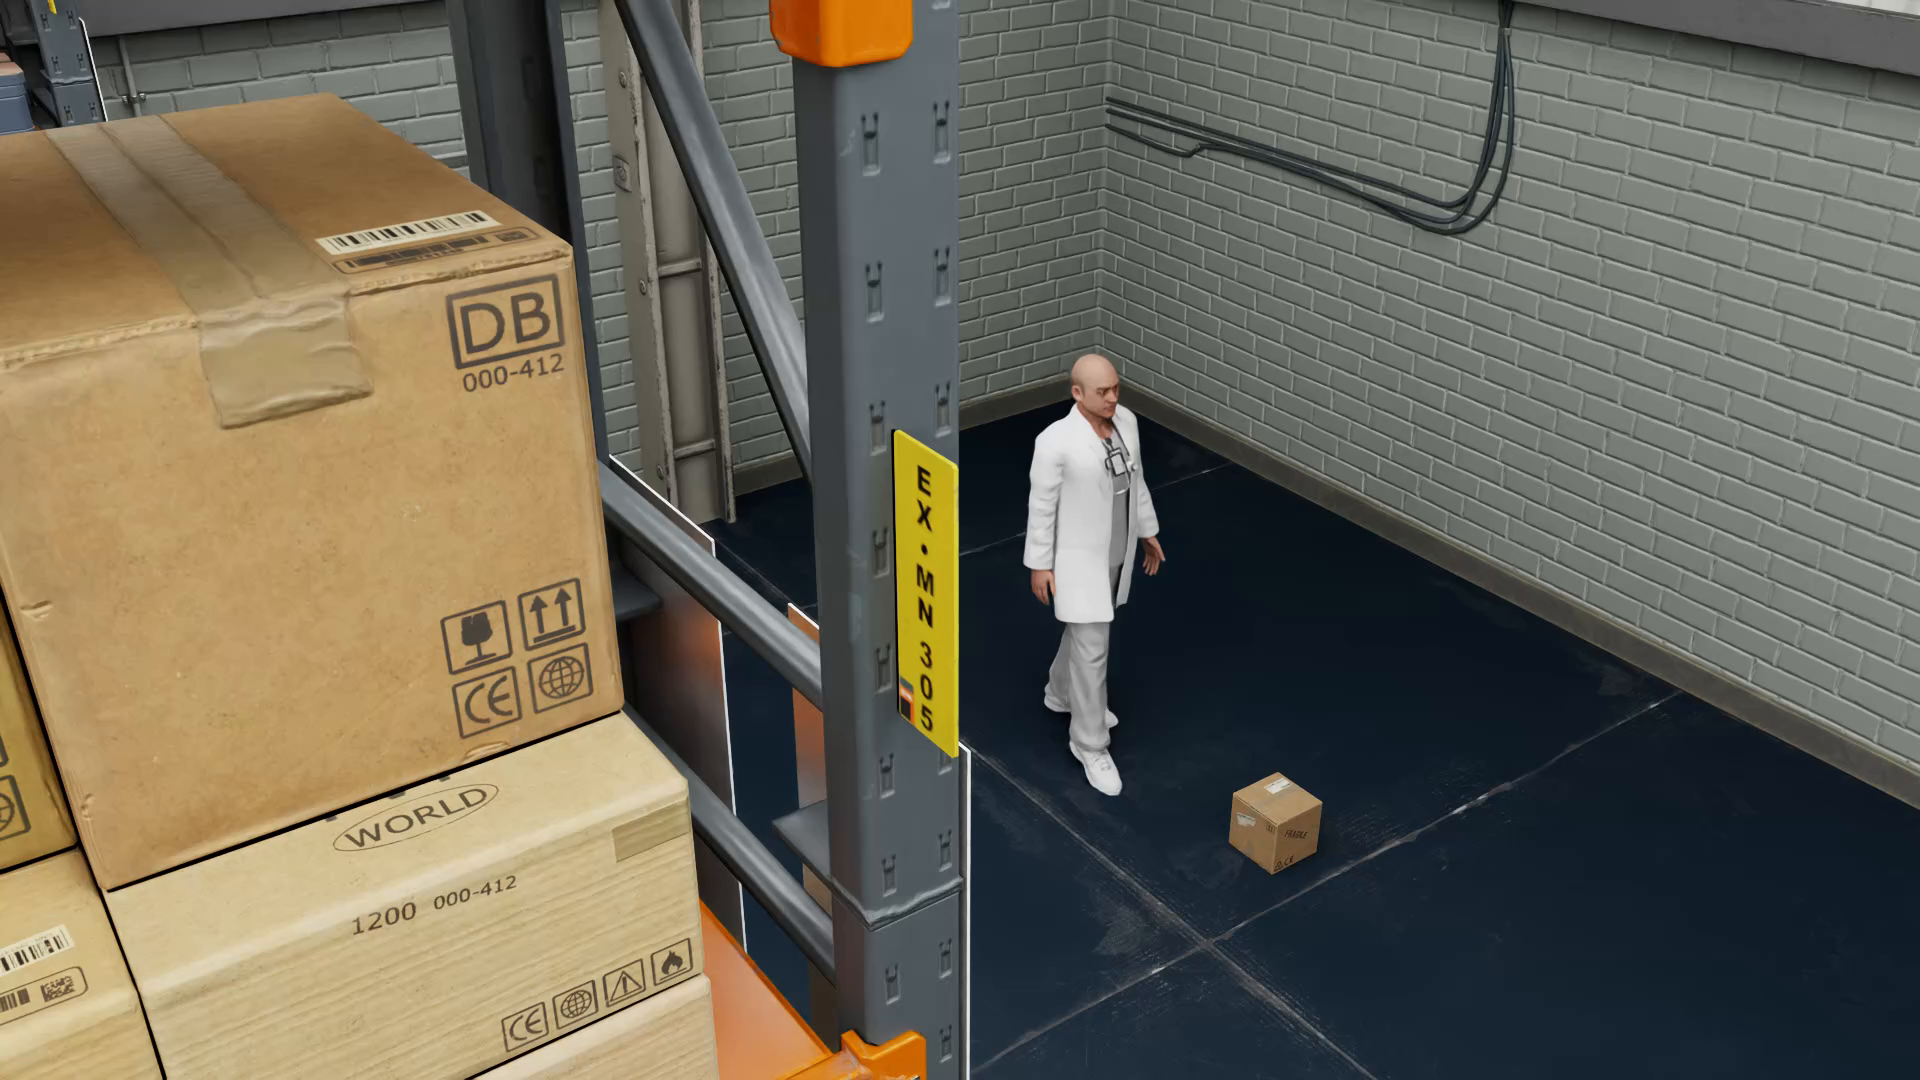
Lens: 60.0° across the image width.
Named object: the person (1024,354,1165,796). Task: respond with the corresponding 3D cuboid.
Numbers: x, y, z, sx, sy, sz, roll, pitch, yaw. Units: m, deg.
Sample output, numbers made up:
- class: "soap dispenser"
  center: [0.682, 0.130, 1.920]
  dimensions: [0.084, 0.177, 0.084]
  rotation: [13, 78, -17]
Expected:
- class: "person"
  center: [0.626, 0.093, 6.971]
  dimensions: [0.616, 1.804, 0.673]
  rotation: [-25, 37, -38]
